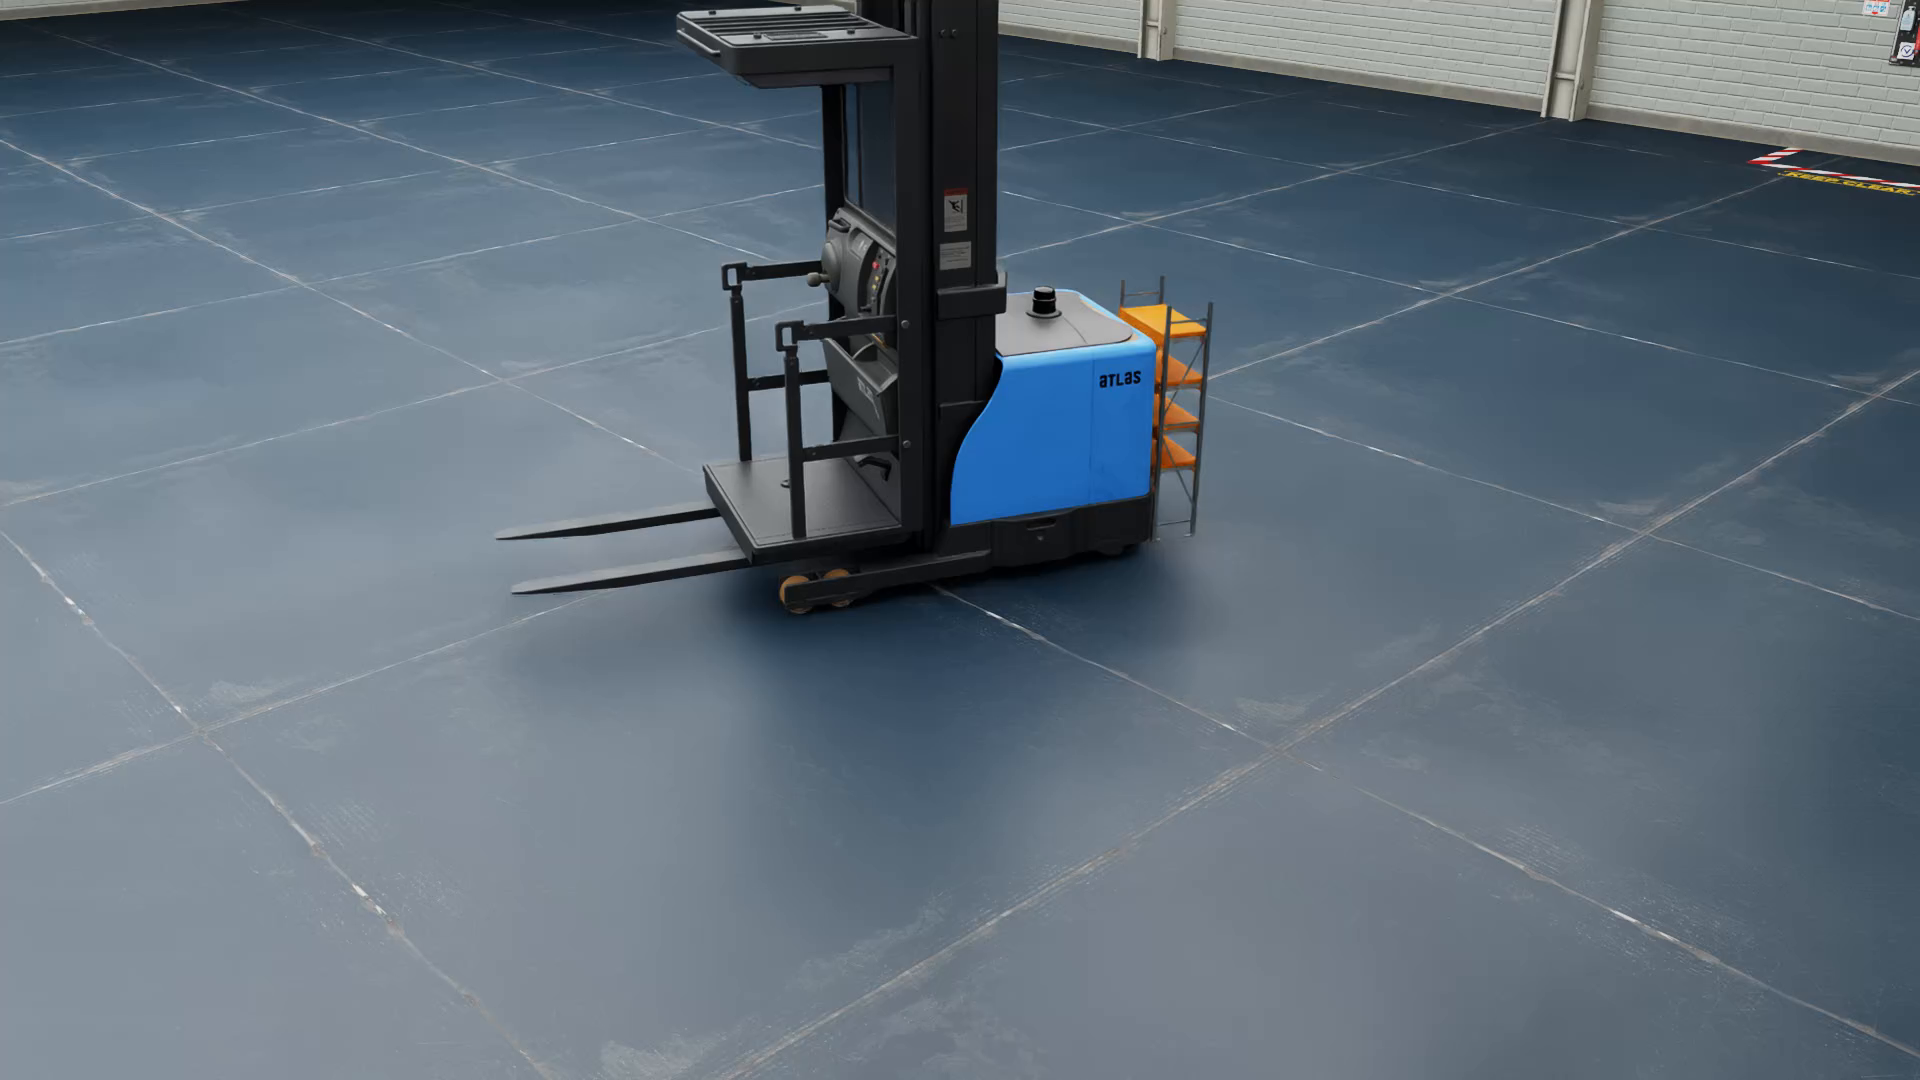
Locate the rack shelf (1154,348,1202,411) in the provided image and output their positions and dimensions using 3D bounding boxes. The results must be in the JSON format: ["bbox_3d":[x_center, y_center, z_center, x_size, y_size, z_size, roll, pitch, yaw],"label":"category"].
[{"bbox_3d":[0.981,-0.793,8.160,0.258,0.148,0.480,-8,26,-20],"label":"rack shelf"}]

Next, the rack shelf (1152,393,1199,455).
[{"bbox_3d":[0.977,-0.589,8.251,0.258,0.148,0.480,-8,26,-20],"label":"rack shelf"}]

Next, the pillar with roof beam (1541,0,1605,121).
[{"bbox_3d":[3.621,-7.611,14.092,9.100,9.000,0.400,-21,32,-38],"label":"pillar with roof beam"}]

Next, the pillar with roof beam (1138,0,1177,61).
[{"bbox_3d":[-0.479,-9.429,18.077,9.100,9.000,0.400,-21,32,-38],"label":"pillar with roof beam"}]

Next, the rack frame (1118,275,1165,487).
[{"bbox_3d":[0.890,-0.745,8.431,0.240,1.200,0.015,-8,26,-20],"label":"rack frame"}]

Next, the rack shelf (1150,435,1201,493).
[{"bbox_3d":[0.974,-0.408,8.333,0.258,0.148,0.480,-8,26,-20],"label":"rack shelf"}]

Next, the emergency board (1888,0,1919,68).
[{"bbox_3d":[9.211,-5.053,15.712,0.157,1.169,0.626,-21,32,-38],"label":"emergency board"}]

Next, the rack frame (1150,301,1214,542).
[{"bbox_3d":[1.066,-0.556,8.017,0.240,1.200,0.015,-8,26,-20],"label":"rack frame"}]

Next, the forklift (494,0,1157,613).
[{"bbox_3d":[-0.643,-1.250,7.459,3.031,2.935,1.130,-9,26,-19],"label":"forklift"}]

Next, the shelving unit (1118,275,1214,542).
[{"bbox_3d":[0.978,-0.650,8.224,0.258,1.200,0.503,-8,26,-20],"label":"shelving unit"}]

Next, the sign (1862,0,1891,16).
[{"bbox_3d":[8.901,-5.258,16.118,0.001,0.329,0.234,-21,32,-38],"label":"sign"}]

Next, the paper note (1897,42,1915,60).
[{"bbox_3d":[9.133,-4.717,16.038,0.016,0.148,0.142,-21,32,-38],"label":"paper note"}]

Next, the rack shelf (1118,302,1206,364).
[{"bbox_3d":[0.985,-1.009,8.063,0.258,0.148,0.480,-8,26,-20],"label":"rack shelf"}]
